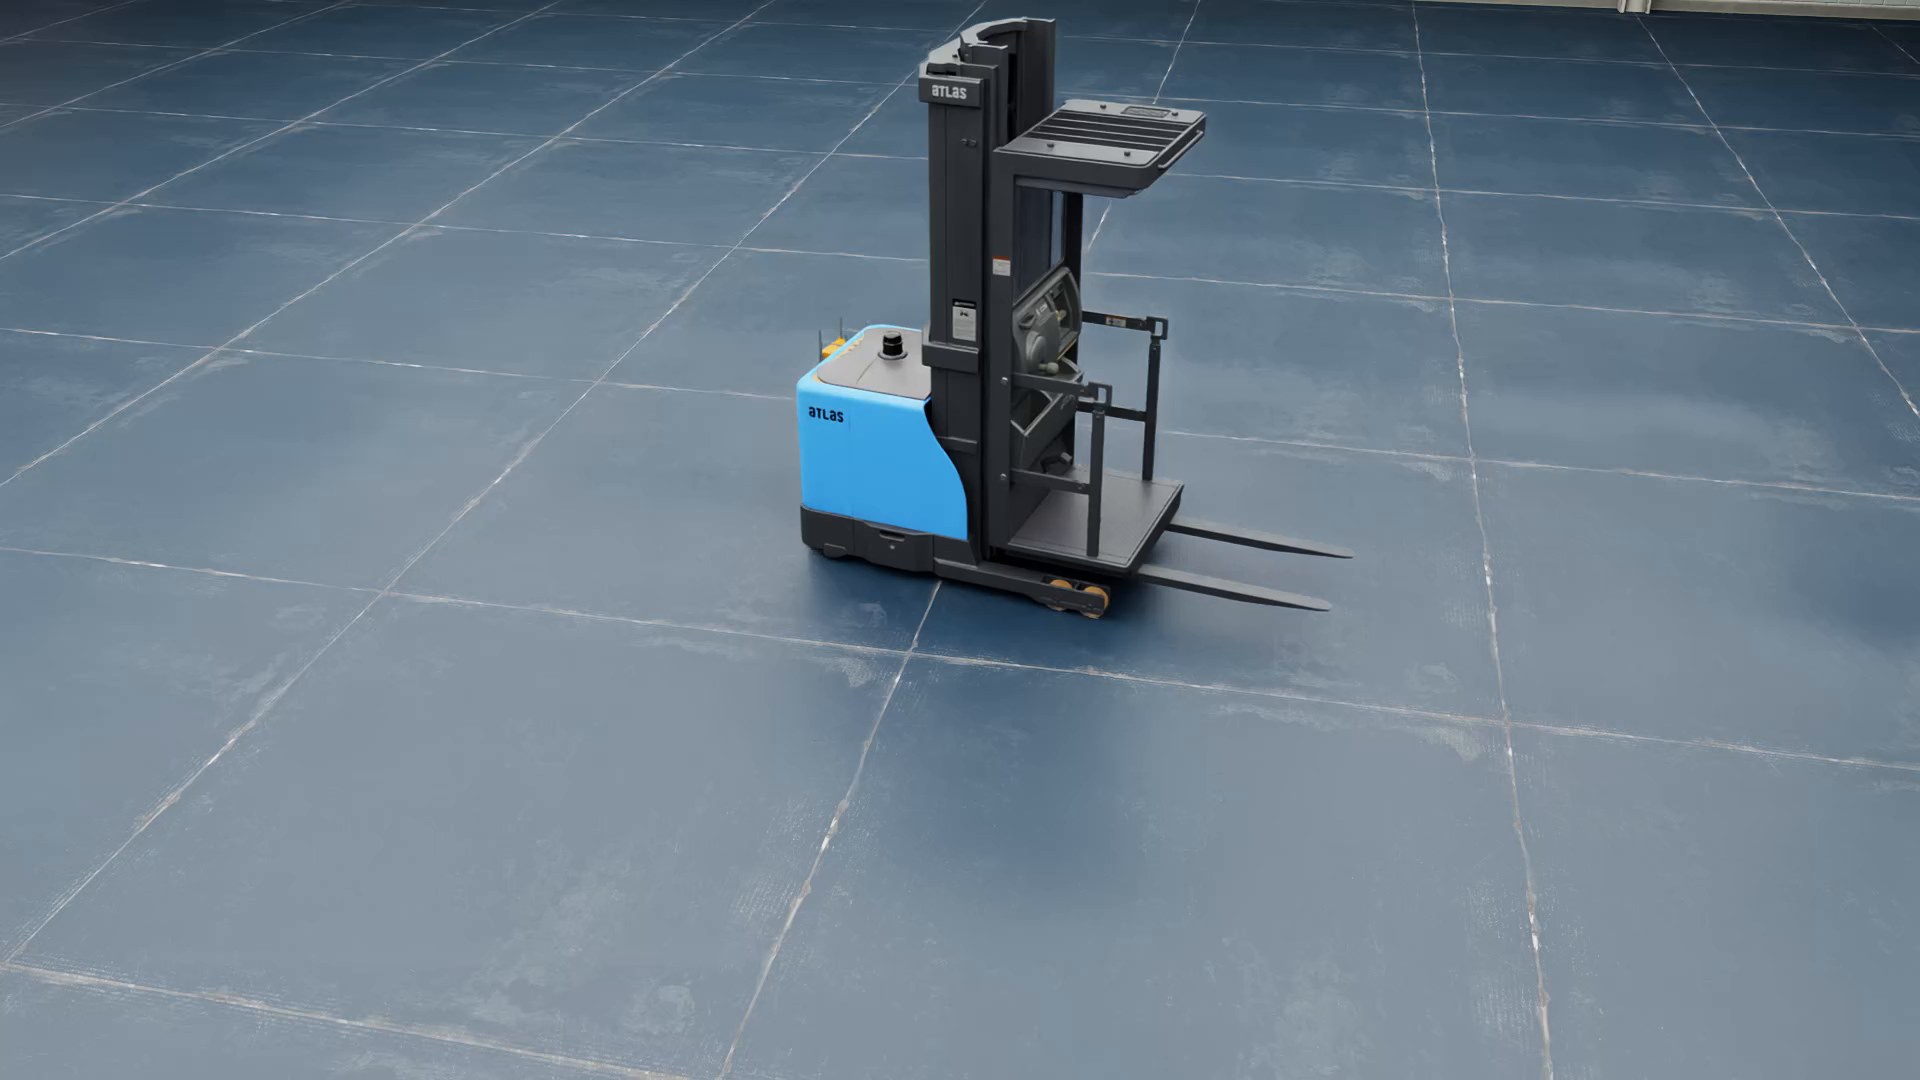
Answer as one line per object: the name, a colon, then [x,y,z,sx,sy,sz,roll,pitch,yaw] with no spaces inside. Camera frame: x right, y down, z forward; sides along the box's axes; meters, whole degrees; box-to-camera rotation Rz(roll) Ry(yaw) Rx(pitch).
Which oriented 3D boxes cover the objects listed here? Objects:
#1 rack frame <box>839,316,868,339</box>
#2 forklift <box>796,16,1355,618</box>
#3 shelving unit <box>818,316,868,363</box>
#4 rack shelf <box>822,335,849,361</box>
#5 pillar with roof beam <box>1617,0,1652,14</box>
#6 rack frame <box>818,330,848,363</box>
rack frame: [-0.639,-0.867,10.240,0.200,1.050,0.008,14,31,23]
forklift: [0.651,-1.155,8.807,3.031,2.935,1.130,11,31,20]
shelving unit: [-0.694,-0.814,10.144,0.215,1.050,0.252,14,31,23]
rack shelf: [-0.694,-1.054,10.013,0.215,0.259,0.240,14,31,23]
pillar with roof beam: [8.529,-9.336,17.433,0.400,9.000,9.100,6,29,11]
rack frame: [-0.748,-0.762,10.048,0.200,1.050,0.008,14,31,23]
